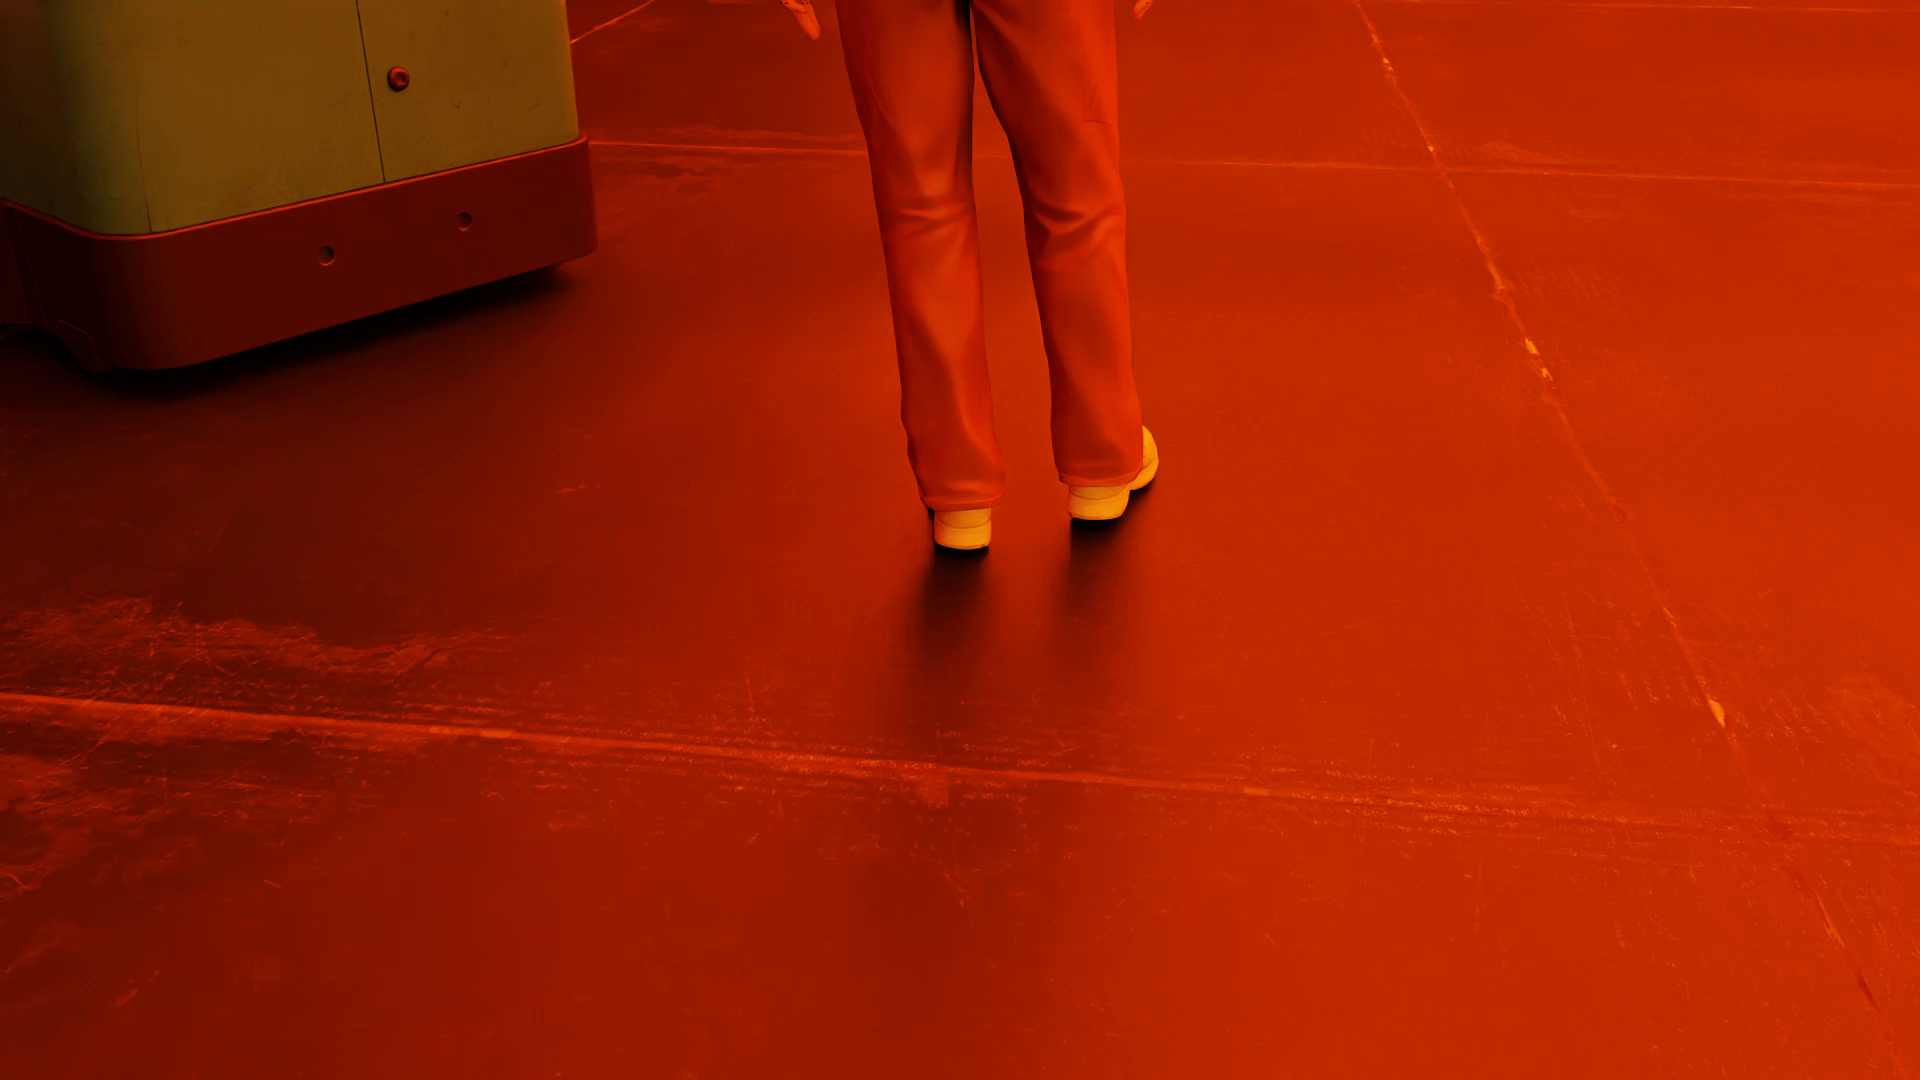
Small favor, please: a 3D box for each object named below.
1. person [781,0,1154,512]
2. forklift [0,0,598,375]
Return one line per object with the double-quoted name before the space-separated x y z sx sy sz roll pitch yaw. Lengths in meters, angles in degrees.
"person" 0.003 -0.792 2.119 0.536 1.609 0.428 3 27 7
"forklift" -2.235 -2.144 3.514 3.031 2.935 1.130 21 33 35
